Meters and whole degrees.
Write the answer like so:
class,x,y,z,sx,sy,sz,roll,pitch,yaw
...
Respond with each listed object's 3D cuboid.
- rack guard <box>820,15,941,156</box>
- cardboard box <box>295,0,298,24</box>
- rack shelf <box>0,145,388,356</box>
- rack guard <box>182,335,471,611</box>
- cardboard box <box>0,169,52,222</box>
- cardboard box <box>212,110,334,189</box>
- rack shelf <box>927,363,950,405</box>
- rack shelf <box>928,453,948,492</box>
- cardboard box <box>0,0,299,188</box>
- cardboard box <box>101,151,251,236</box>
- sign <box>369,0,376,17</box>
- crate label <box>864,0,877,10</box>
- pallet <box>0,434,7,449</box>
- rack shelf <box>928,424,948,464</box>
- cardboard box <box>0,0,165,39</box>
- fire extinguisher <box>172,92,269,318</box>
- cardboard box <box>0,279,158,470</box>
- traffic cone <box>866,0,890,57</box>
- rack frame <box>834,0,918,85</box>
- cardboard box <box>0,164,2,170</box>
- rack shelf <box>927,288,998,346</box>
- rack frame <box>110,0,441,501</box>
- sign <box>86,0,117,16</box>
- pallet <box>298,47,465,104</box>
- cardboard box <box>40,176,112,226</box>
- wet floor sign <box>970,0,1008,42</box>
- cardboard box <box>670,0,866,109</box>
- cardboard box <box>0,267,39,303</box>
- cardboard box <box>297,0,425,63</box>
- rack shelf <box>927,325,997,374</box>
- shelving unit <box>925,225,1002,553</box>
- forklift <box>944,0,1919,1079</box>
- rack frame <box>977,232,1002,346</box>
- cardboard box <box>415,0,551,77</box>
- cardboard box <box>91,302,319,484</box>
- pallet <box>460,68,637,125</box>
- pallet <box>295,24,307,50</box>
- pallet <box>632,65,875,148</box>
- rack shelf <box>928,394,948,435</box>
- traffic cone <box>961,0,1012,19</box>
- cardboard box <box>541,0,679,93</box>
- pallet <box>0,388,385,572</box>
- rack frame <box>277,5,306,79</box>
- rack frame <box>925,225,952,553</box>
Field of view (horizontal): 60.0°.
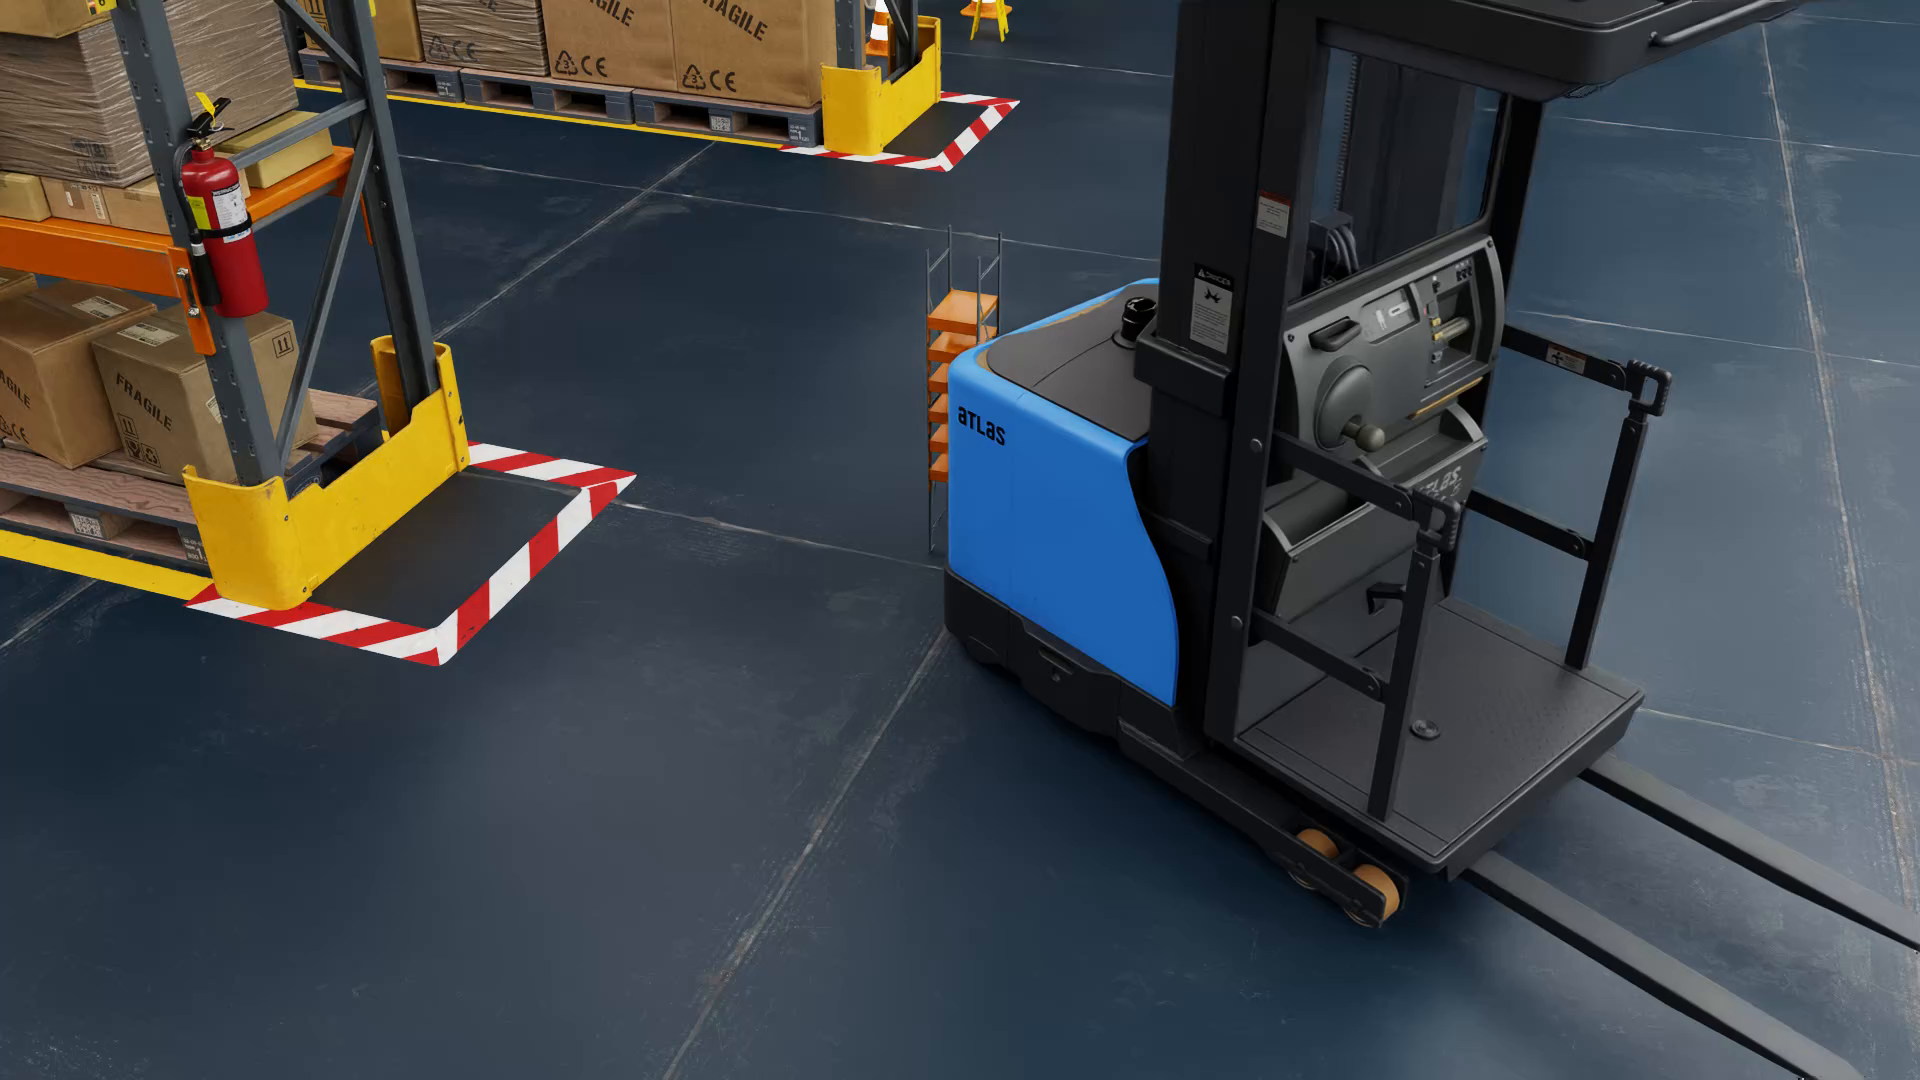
class,x,y,z,sx,sy,sz,roll,pitch,yaw
rack guard,-0.463,-2.776,10.089,0.348,0.500,1.175,11,34,16
cardboard box,-4.866,-3.862,11.153,0.750,0.750,1.050,11,34,16
rack shelf,-4.137,-1.380,6.286,4.000,0.370,1.077,11,34,16
rack guard,-2.326,-0.280,6.223,0.348,0.500,1.175,11,34,16
cardboard box,-3.080,-1.223,5.611,0.250,0.149,0.380,11,34,16
cardboard box,-2.442,-1.385,5.861,0.250,0.149,0.380,11,34,16
rack shelf,0.014,-0.565,5.879,0.180,0.103,0.258,11,34,16
rack shelf,0.014,-0.262,6.075,0.180,0.103,0.258,11,34,16
cardboard box,-2.763,-1.598,5.594,0.500,0.500,0.875,11,34,16
cardboard box,-2.592,-1.158,5.510,0.250,0.149,0.380,11,34,16
sign,-2.071,-1.957,5.718,0.005,0.325,0.100,11,34,16
crate label,-0.566,-4.077,12.439,0.298,0.136,0.250,-6,33,-9
pallet,-4.223,-0.550,6.907,1.213,0.211,1.003,11,34,16
rack shelf,0.014,-0.363,6.010,0.180,0.103,0.258,11,34,16
cardboard box,-2.855,-1.878,5.105,0.500,0.500,0.500,11,34,16
fire extinguisher,-2.302,-1.028,5.148,0.183,0.674,0.296,11,34,16
cardboard box,-3.411,-0.658,6.421,0.500,0.500,0.500,21,38,29
traffic cone,-0.506,-3.587,11.380,0.334,0.463,0.336,11,34,16
rack frame,-0.486,-3.831,9.418,0.127,3.000,1.000,11,34,16
cardboard box,-3.274,-1.629,5.640,0.500,0.500,0.875,11,34,16
rack shelf,0.014,-0.767,5.749,0.180,0.103,0.258,11,34,16
rack frame,-2.254,-1.317,5.524,0.127,3.000,1.000,11,34,16
sign,-2.460,-1.656,4.691,0.005,0.325,0.100,11,34,16
pallet,-3.562,-3.212,11.031,1.213,0.211,1.003,11,34,16
cardboard box,-2.827,-1.204,5.581,0.250,0.149,0.380,11,34,16
wet floor sign,0.210,-3.847,11.614,0.232,0.644,0.267,5,33,8
cardboard box,-1.146,-3.205,10.020,0.875,0.875,0.875,11,35,17
cardboard box,-3.993,-0.782,6.613,0.500,0.500,0.500,14,35,21
cardboard box,-3.683,-3.696,10.780,0.875,0.875,0.875,12,35,17
rack shelf,0.014,-0.666,5.814,0.180,0.103,0.258,11,34,16
shelving unit,0.014,-0.501,5.920,0.189,1.200,0.258,11,34,16
forklift,1.308,-0.480,4.291,1.130,2.935,3.031,-26,41,-34
rack frame,0.100,-0.485,5.895,0.006,1.200,0.240,11,34,16
cardboard box,-2.833,-3.533,10.528,0.875,0.875,0.875,11,35,17
cardboard box,-2.836,-0.566,6.278,0.500,0.500,0.500,18,37,25
pallet,-2.409,-2.990,10.686,1.213,0.211,1.003,11,34,16
pallet,-5.003,-3.494,11.467,1.213,0.211,1.003,11,34,16
pallet,-1.265,-2.766,10.339,1.213,0.211,1.003,11,34,16
rack shelf,0.014,-0.464,5.945,0.180,0.103,0.258,11,34,16
traffic cone,0.195,-4.102,12.177,0.334,0.463,0.336,11,34,16
cardboard box,-1.975,-3.365,10.268,0.875,0.875,0.875,10,34,16
pallet,-3.078,-0.326,6.560,1.213,0.211,1.003,11,34,16
rack frame,-4.251,-4.563,10.552,0.127,3.000,1.000,11,34,16
rack frame,-0.073,-0.518,5.946,0.006,1.200,0.240,11,34,16
